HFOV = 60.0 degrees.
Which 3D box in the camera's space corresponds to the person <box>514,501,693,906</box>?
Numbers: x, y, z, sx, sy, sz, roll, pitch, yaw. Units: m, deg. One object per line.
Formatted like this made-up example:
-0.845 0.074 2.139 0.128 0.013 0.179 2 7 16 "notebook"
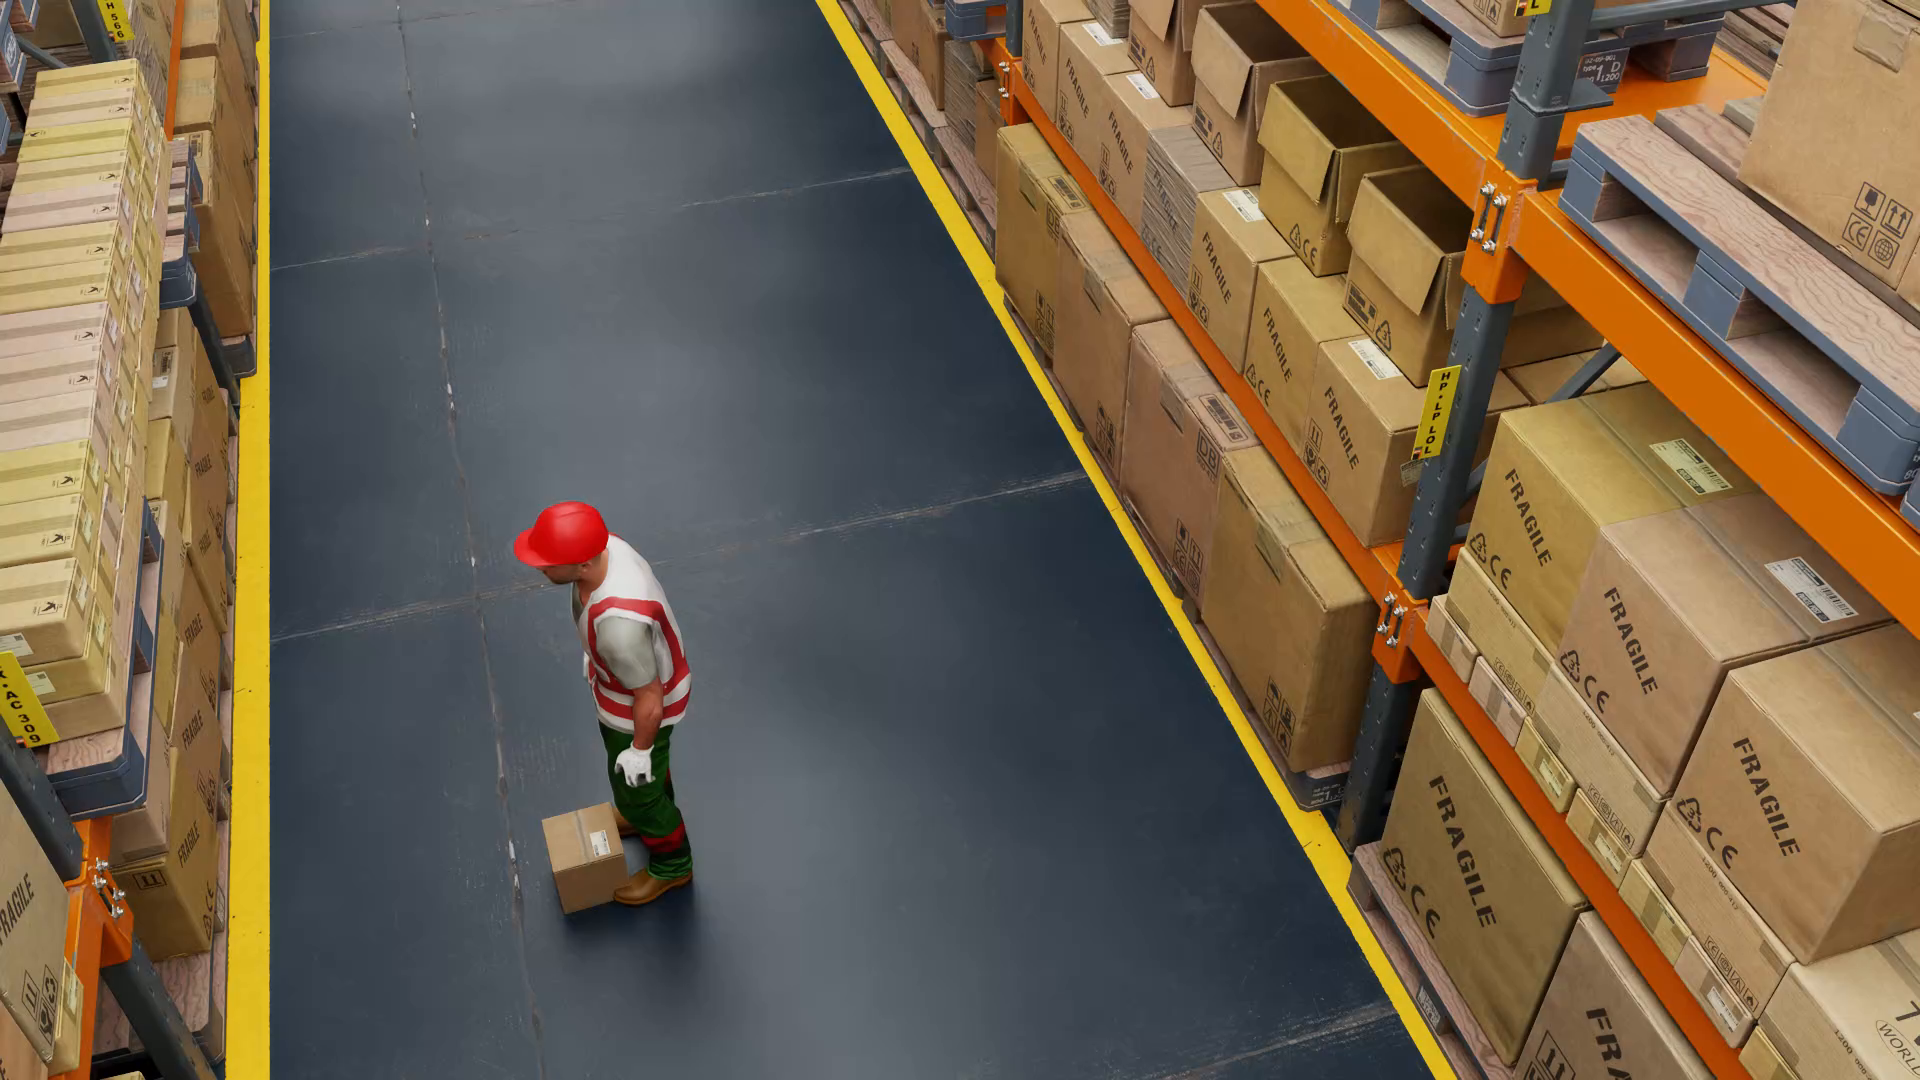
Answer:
-1.129 0.535 5.552 0.453 1.778 0.615 -14 44 -15 "person"
